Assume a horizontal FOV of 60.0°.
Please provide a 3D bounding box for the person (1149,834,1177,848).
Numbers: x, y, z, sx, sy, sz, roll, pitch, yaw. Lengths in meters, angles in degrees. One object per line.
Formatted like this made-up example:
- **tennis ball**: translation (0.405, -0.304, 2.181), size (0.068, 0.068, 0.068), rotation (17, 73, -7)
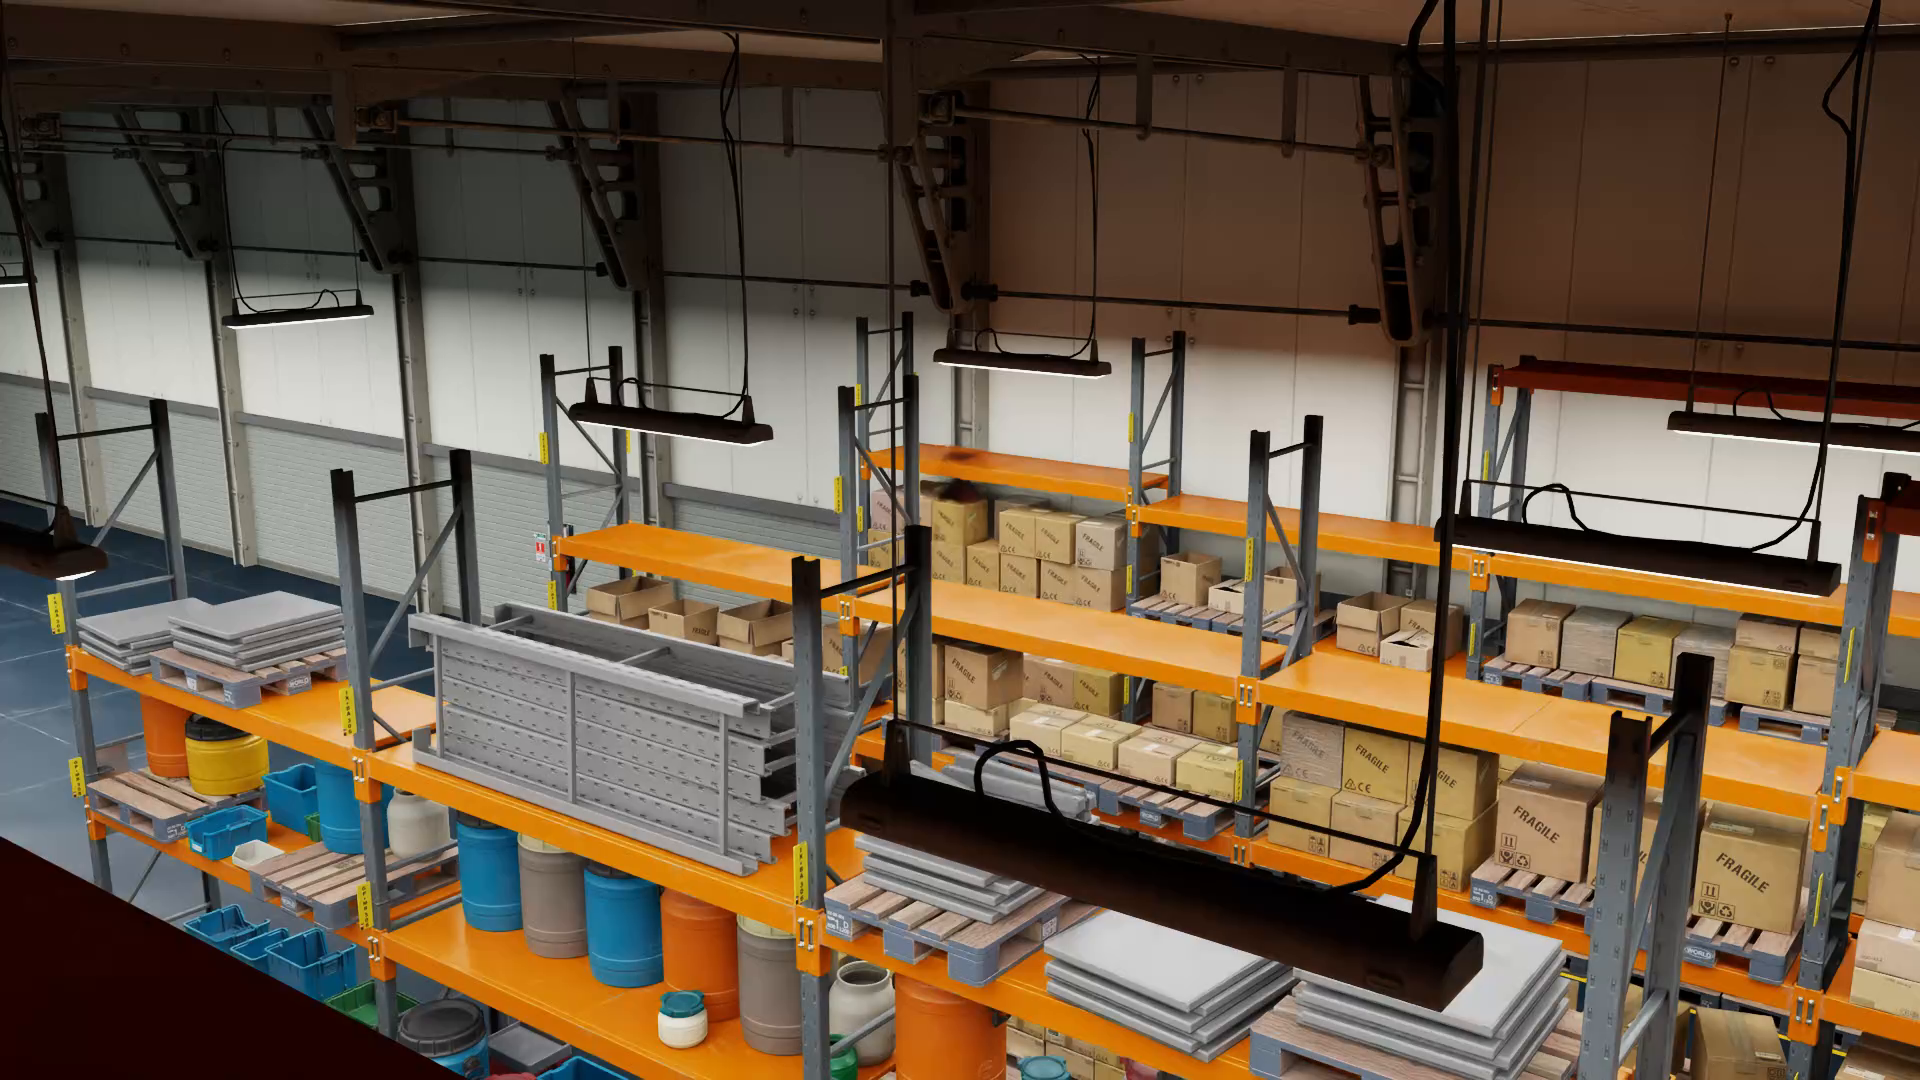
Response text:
- **person**: translation (2.162, 3.374, 17.277), size (0.874, 1.537, 0.475), rotation (8, 15, 30)
